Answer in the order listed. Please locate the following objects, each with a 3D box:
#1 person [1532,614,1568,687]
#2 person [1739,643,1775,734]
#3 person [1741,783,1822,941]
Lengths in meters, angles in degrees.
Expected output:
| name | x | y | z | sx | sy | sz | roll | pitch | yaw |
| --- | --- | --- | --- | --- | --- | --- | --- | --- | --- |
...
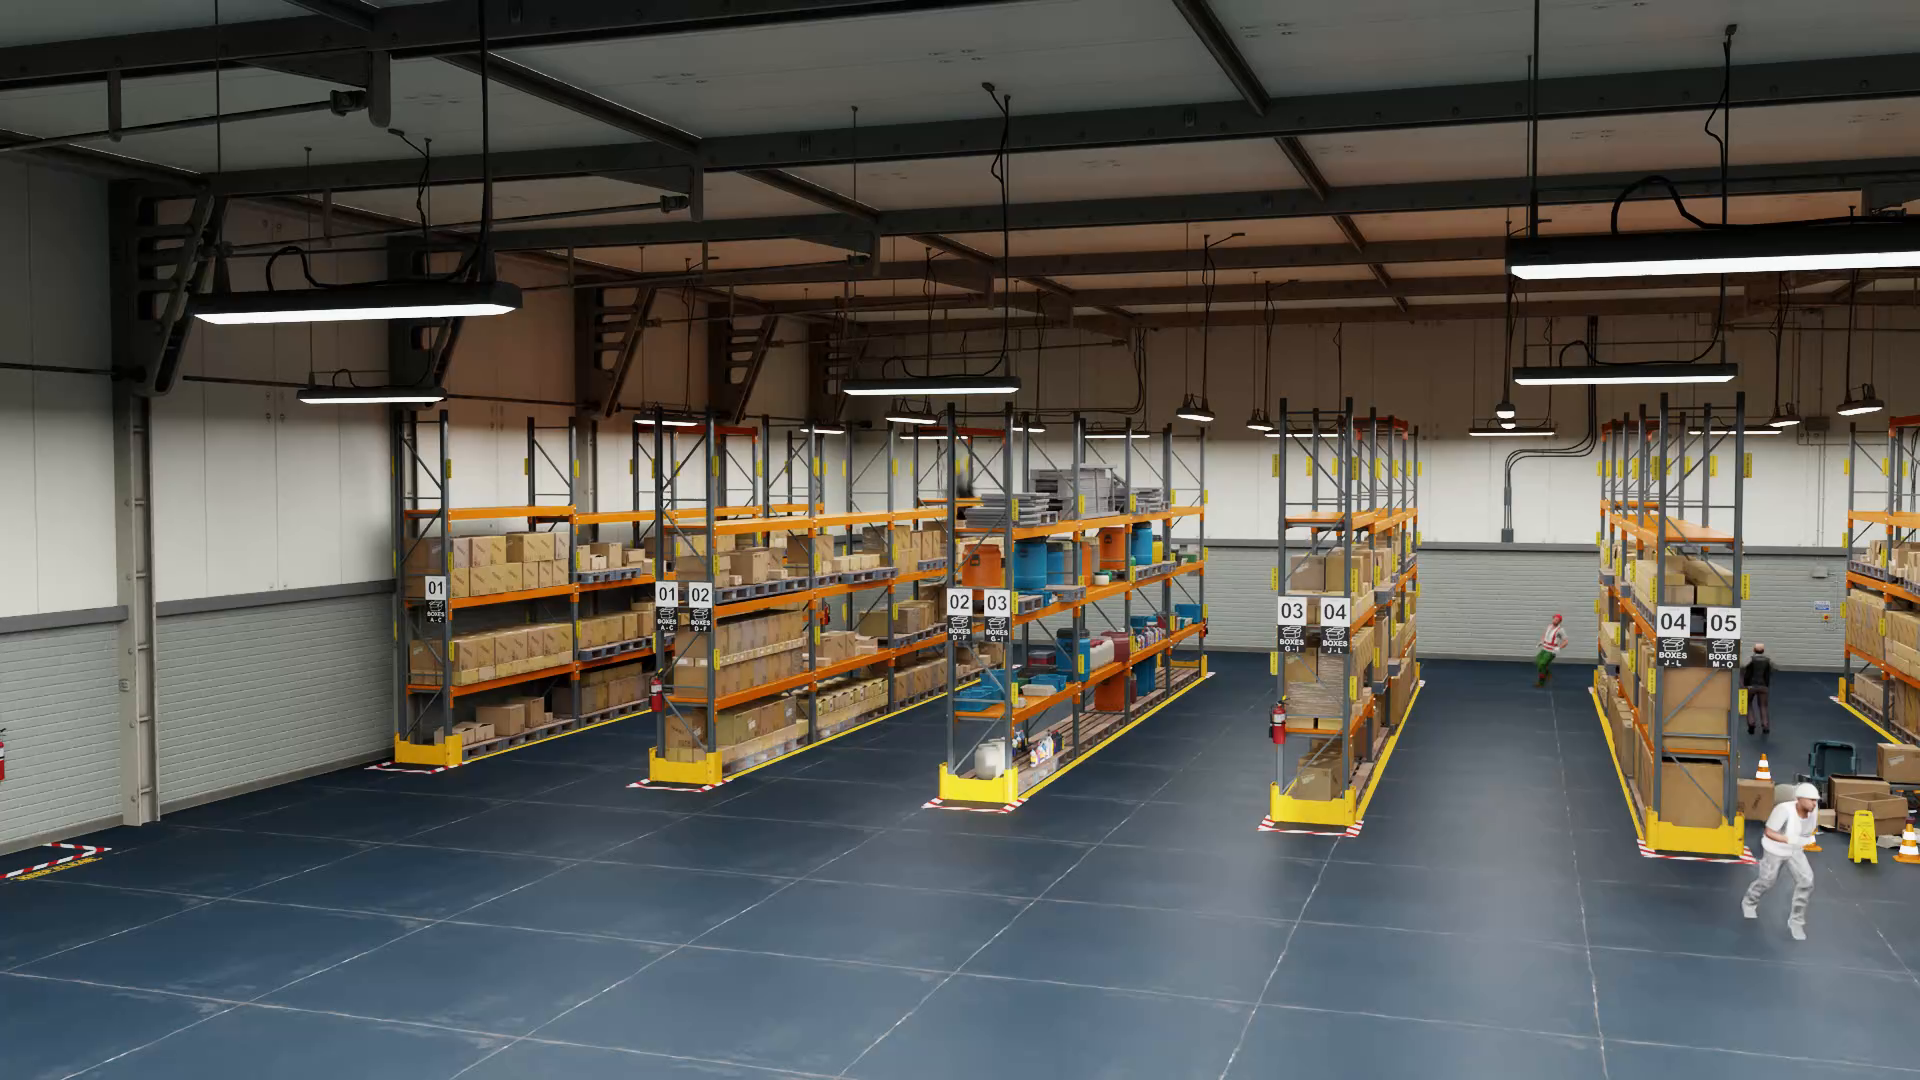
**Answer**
| name | x | y | z | sx | sy | sz | roll | pitch | yaw |
| --- | --- | --- | --- | --- | --- | --- | --- | --- | --- |
| person | 13.413 | 2.523 | 37.845 | 0.595 | 1.696 | 0.718 | -1 | 3 | -18 |
| person | 14.914 | 2.814 | 31.144 | 0.660 | 1.753 | 0.878 | 1 | 3 | 18 |
| person | 8.878 | 3.421 | 17.950 | 0.729 | 1.722 | 1.024 | -1 | 3 | -16 |
